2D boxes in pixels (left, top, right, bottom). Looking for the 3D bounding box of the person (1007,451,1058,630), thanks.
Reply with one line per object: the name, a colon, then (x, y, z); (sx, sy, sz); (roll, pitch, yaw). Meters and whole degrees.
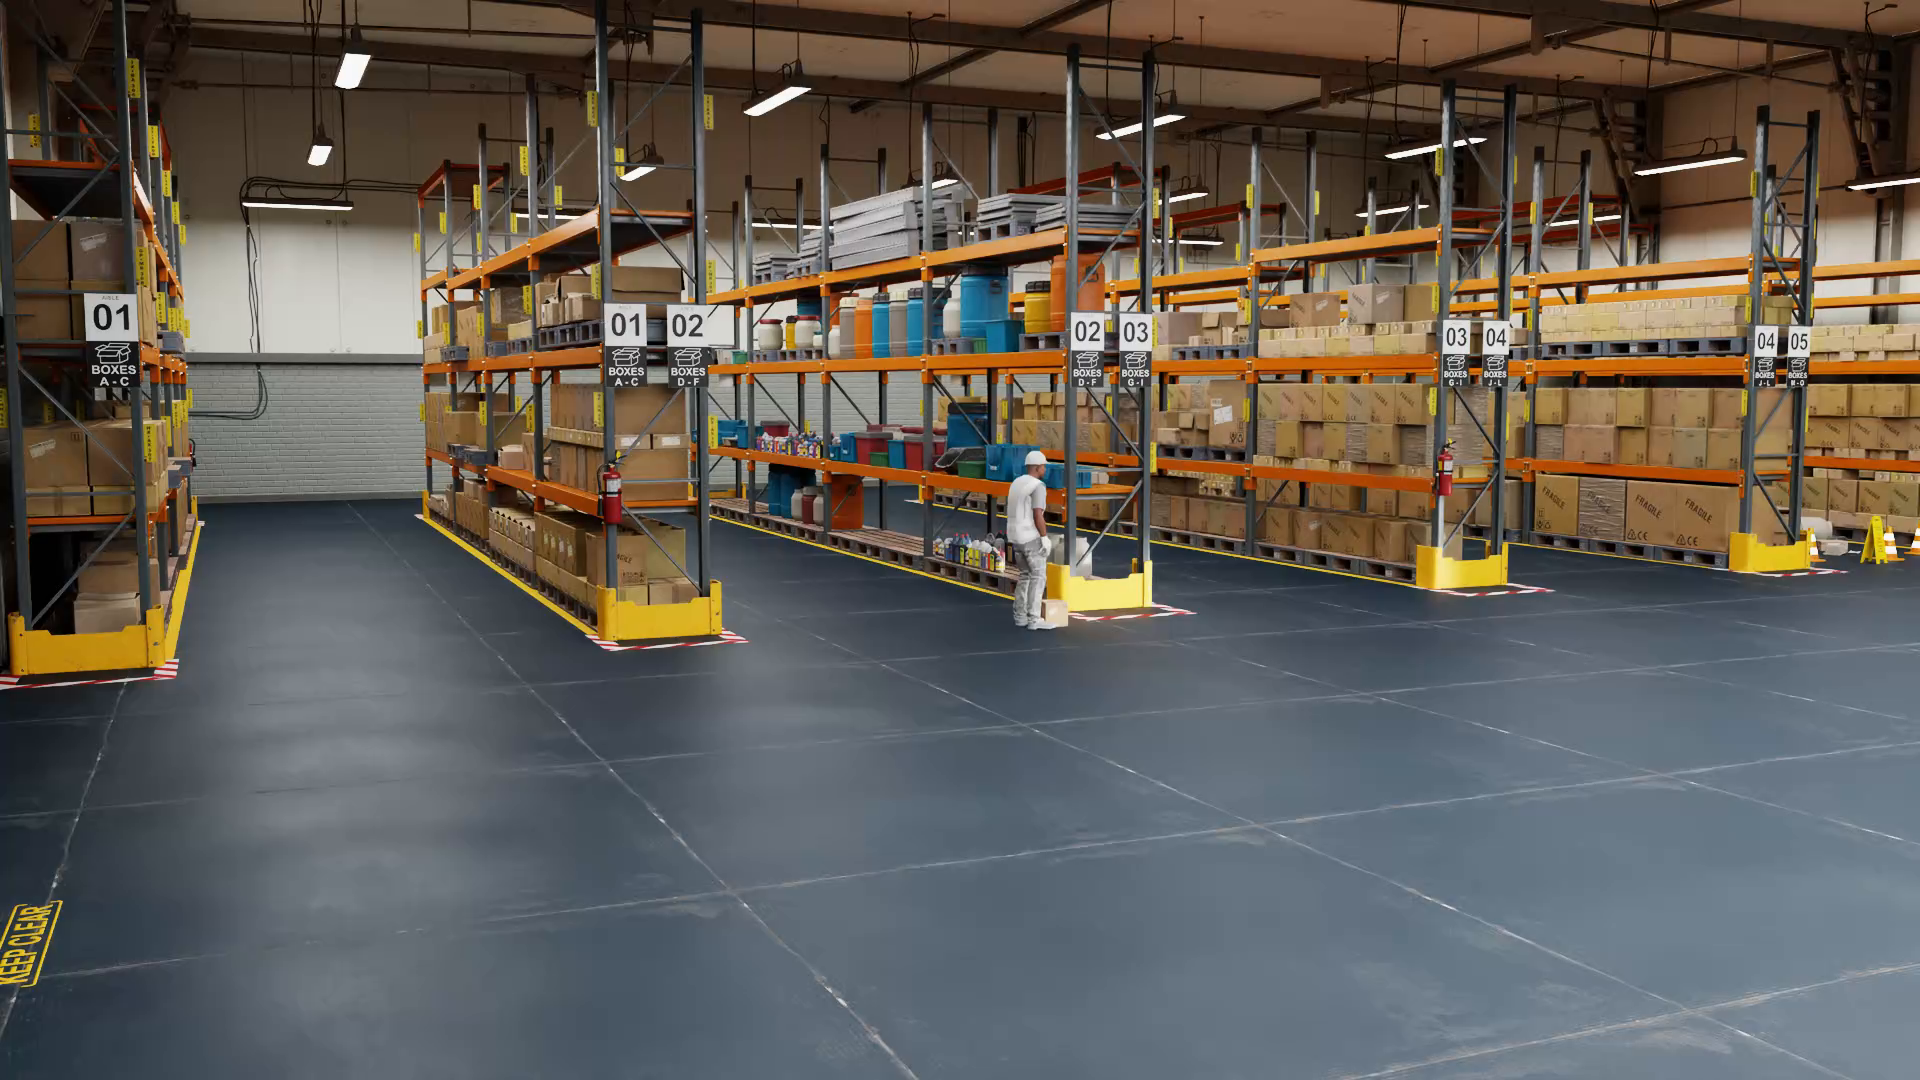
person: (0.714, -0.006, 16.717); (0.450, 1.773, 0.622); (-2, 6, -25)
